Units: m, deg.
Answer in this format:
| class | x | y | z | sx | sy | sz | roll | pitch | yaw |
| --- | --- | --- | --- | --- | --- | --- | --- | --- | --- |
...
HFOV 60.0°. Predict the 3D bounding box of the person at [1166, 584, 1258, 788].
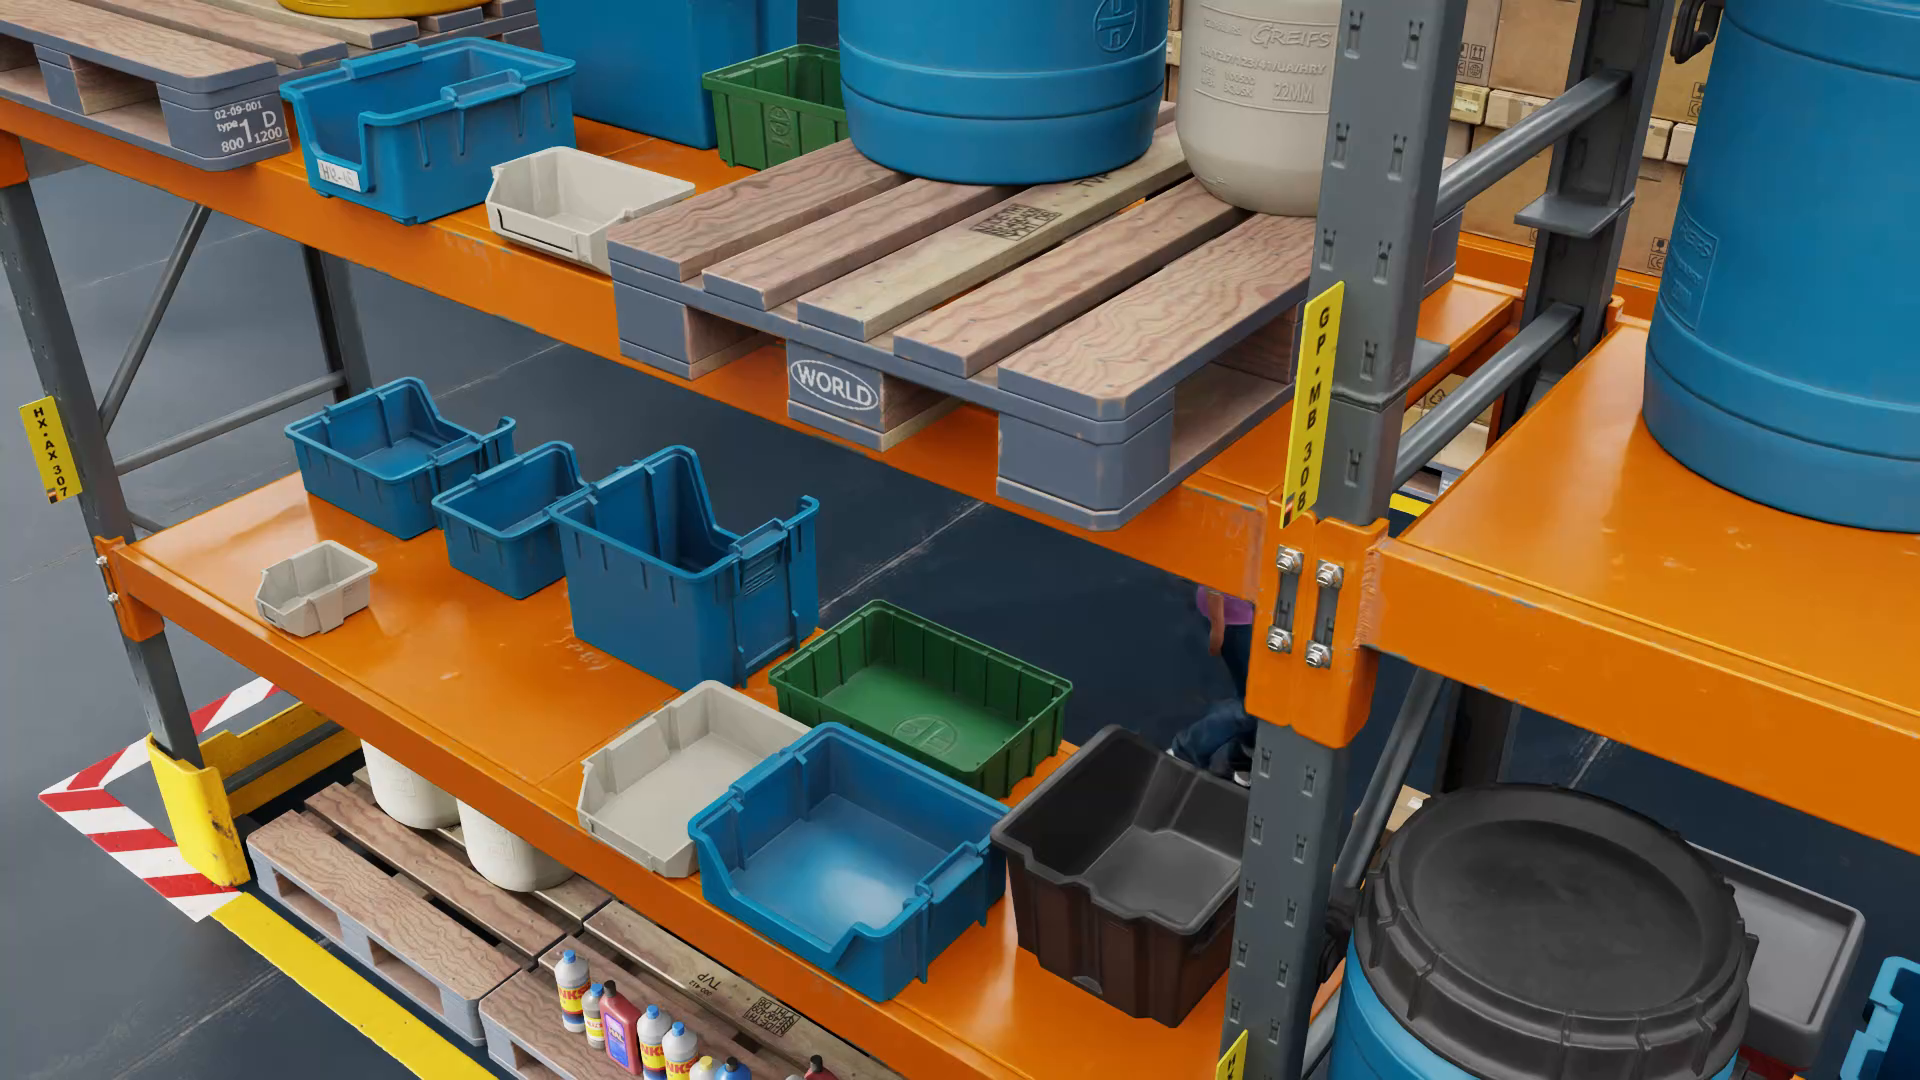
| class | x | y | z | sx | sy | sz | roll | pitch | yaw |
| --- | --- | --- | --- | --- | --- | --- | --- | --- | --- |
| person | 1.027 | 0.240 | 5.712 | 0.467 | 1.592 | 0.437 | 16 | 35 | 24 |
